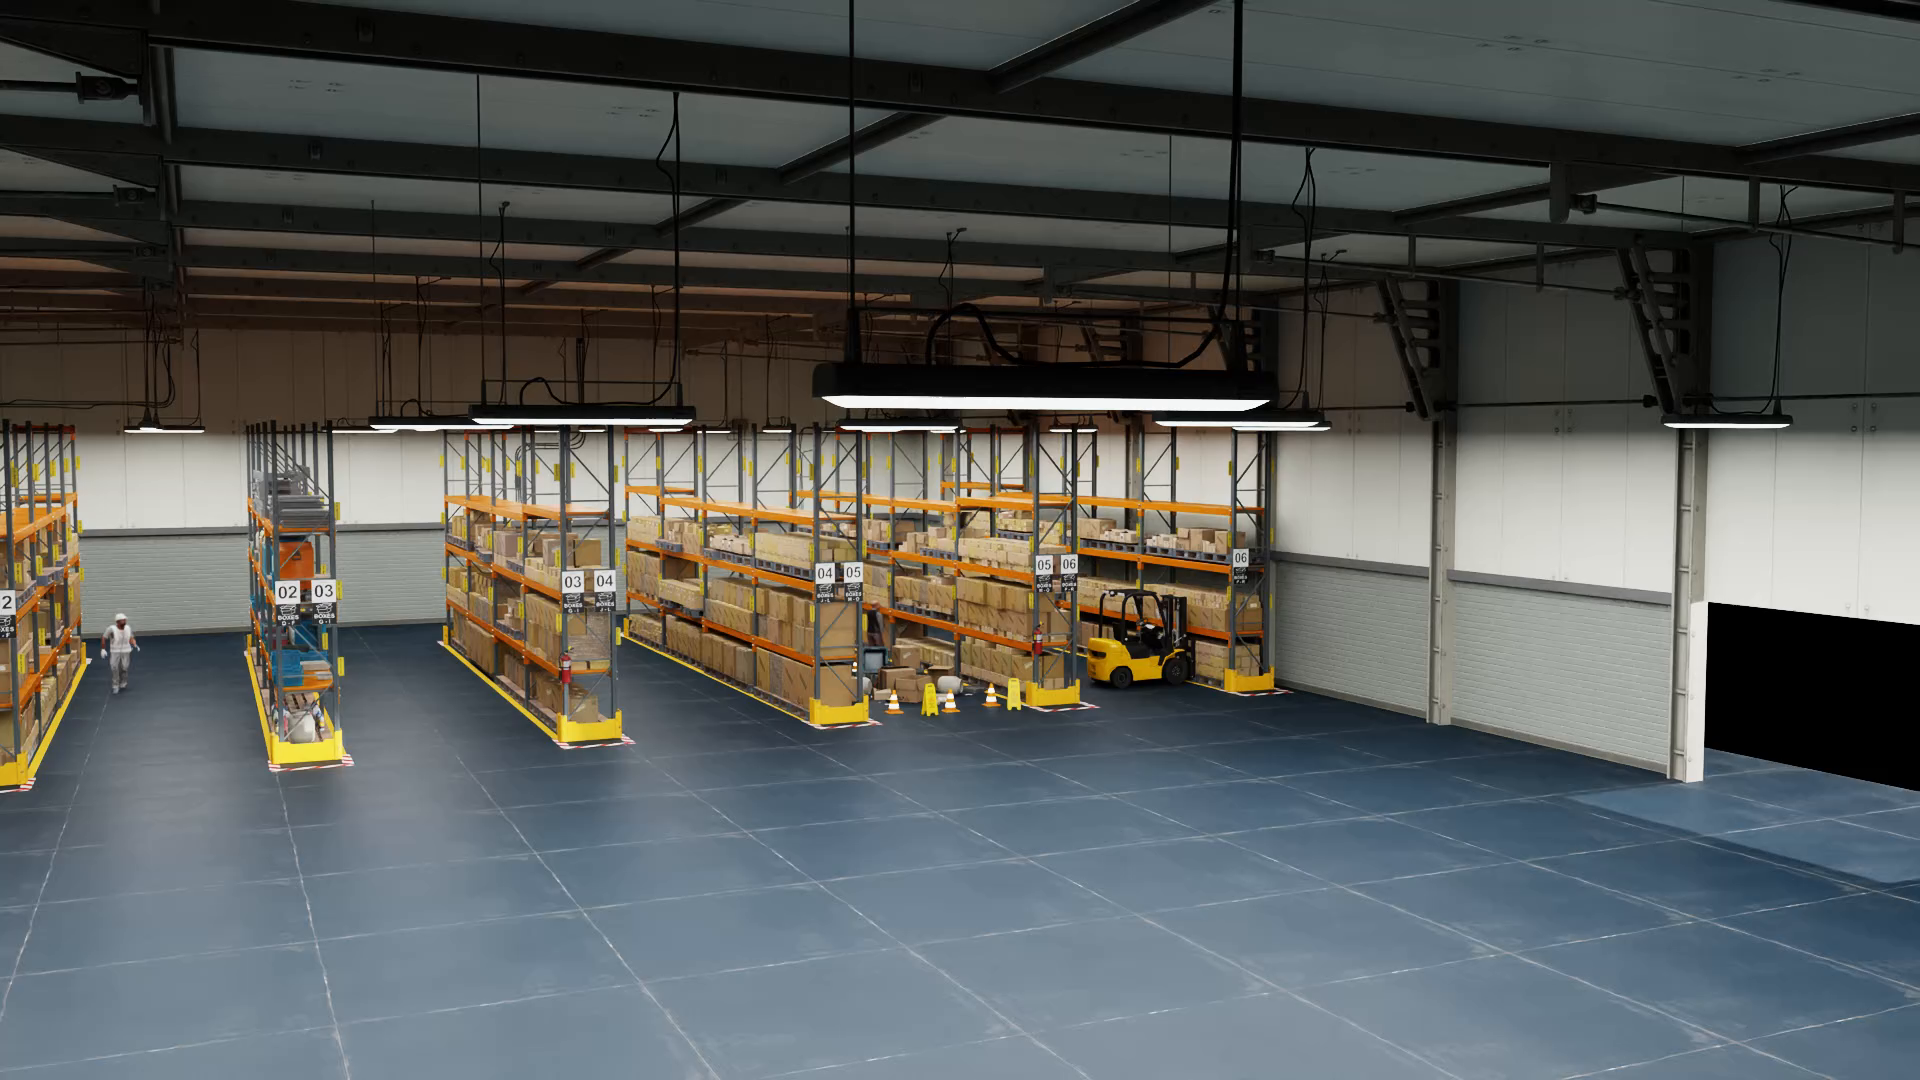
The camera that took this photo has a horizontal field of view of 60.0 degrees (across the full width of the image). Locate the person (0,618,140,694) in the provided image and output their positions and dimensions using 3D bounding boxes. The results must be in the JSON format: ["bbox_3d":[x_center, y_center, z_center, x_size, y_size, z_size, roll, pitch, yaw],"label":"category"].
[{"bbox_3d":[-17.381,2.740,32.720,1.770,2.009,10.588,-2,4,-23],"label":"person"}]

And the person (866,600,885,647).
[{"bbox_3d":[-2.050,2.293,40.503,0.585,1.670,0.364,3,5,43],"label":"person"}]
